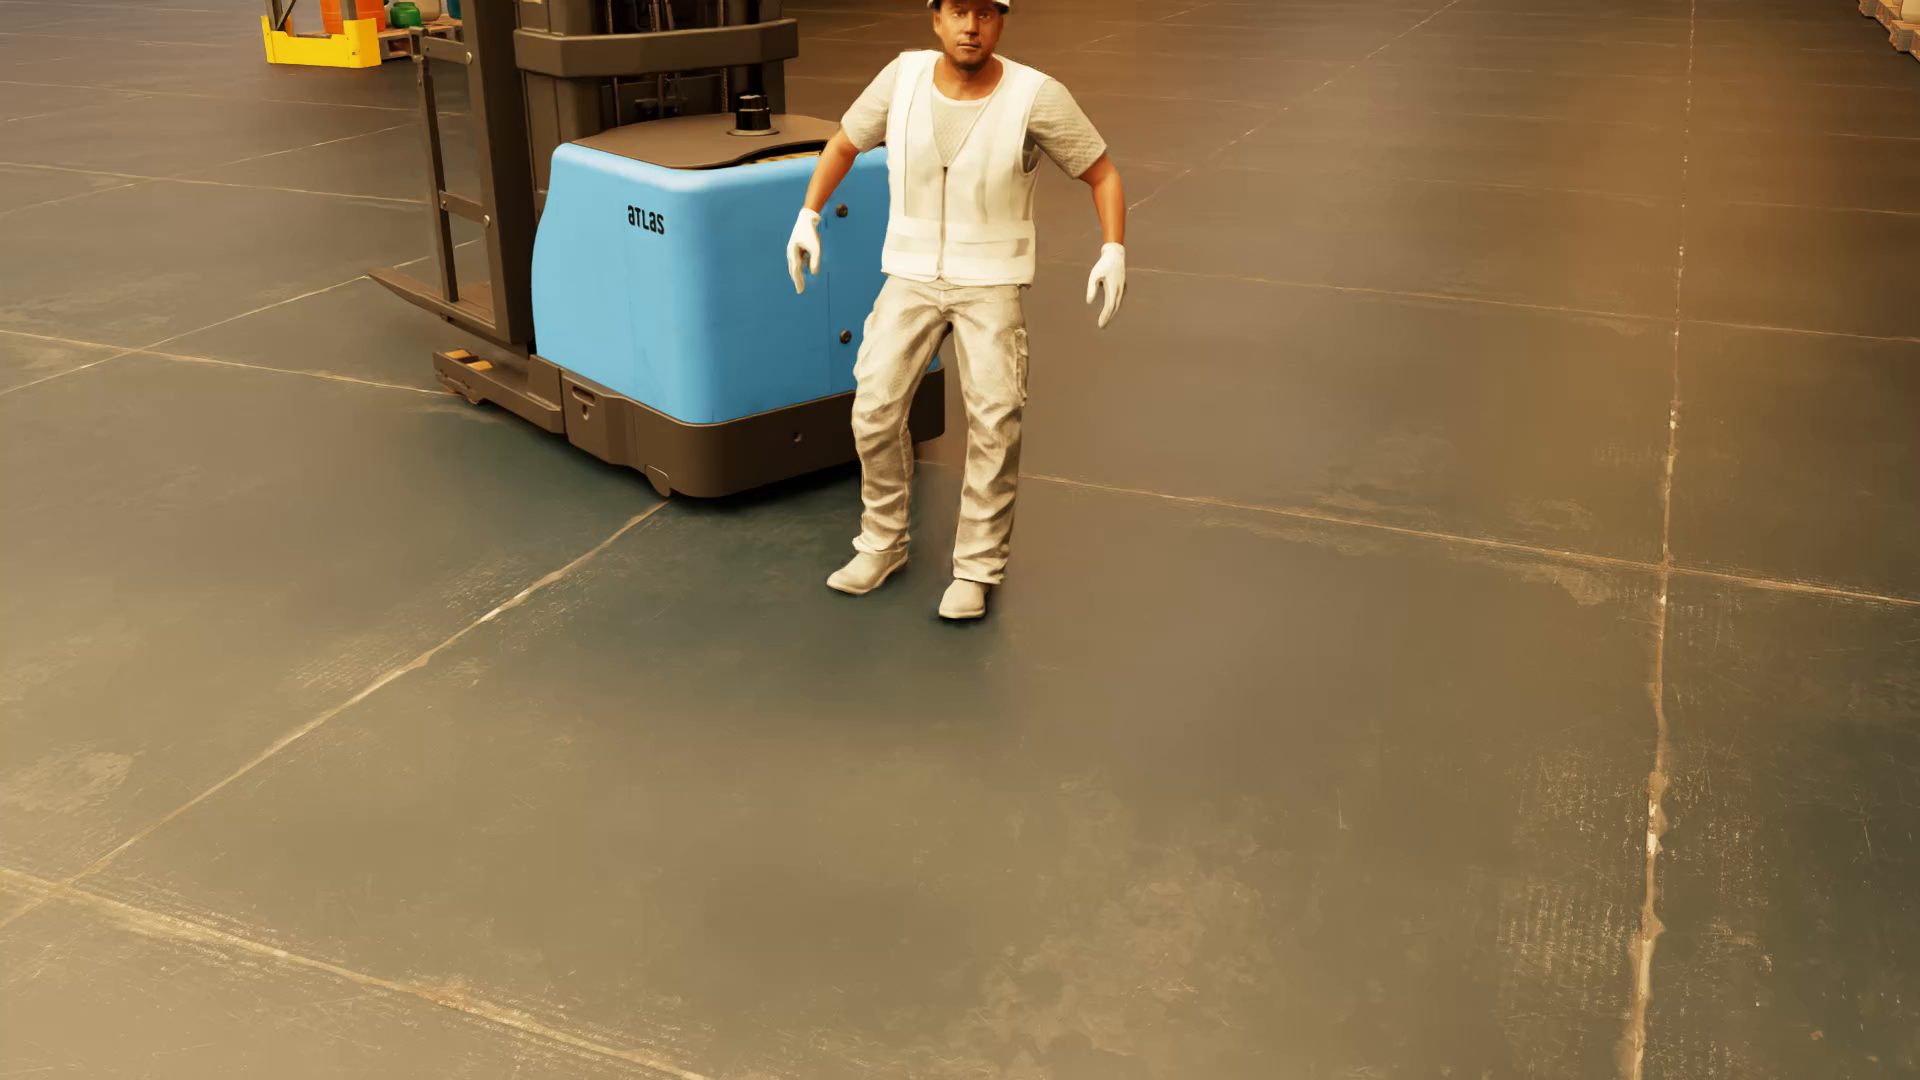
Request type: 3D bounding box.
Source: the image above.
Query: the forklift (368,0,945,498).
[{"bbox_3d":[-1.390,-1.976,6.021,1.130,2.935,3.031,-18,29,-37],"label":"forklift"}]

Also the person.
[{"bbox_3d":[-0.038,-0.660,4.497,0.961,1.749,0.625,6,23,14],"label":"person"}]
